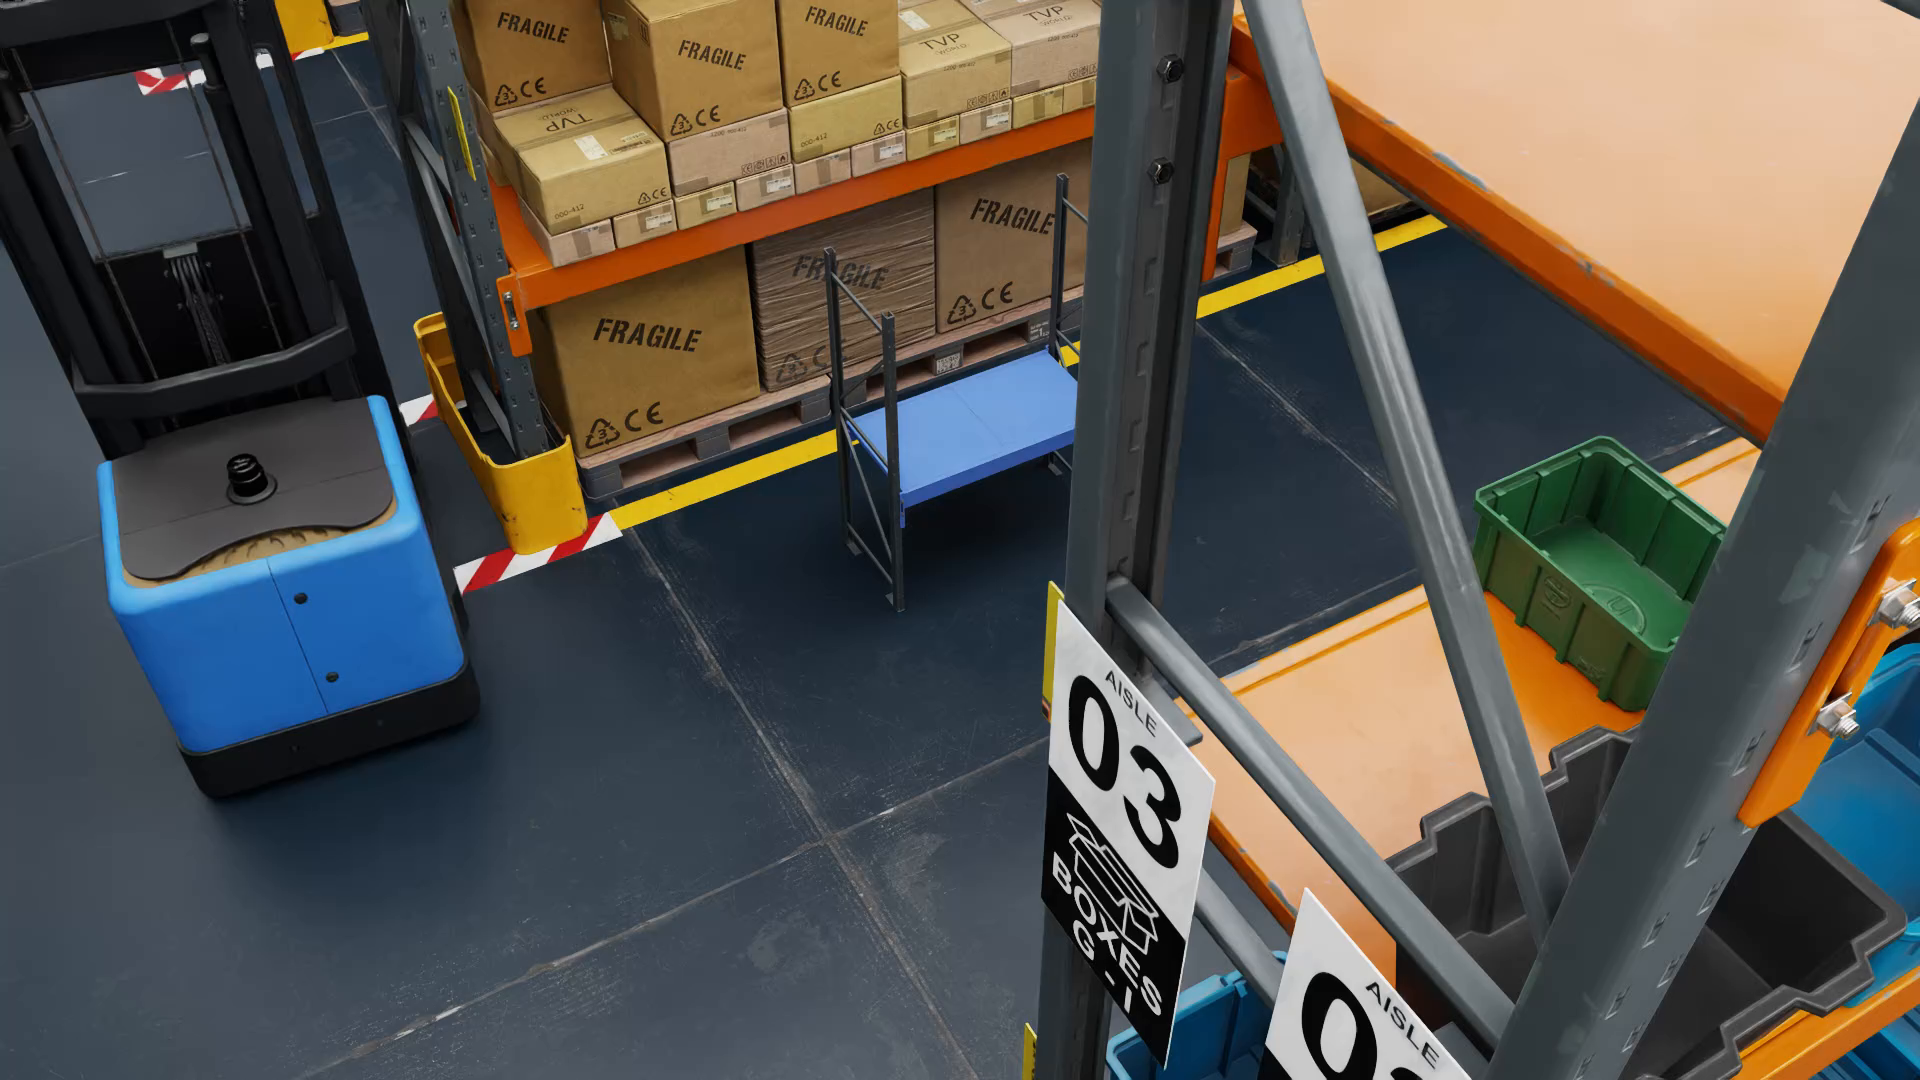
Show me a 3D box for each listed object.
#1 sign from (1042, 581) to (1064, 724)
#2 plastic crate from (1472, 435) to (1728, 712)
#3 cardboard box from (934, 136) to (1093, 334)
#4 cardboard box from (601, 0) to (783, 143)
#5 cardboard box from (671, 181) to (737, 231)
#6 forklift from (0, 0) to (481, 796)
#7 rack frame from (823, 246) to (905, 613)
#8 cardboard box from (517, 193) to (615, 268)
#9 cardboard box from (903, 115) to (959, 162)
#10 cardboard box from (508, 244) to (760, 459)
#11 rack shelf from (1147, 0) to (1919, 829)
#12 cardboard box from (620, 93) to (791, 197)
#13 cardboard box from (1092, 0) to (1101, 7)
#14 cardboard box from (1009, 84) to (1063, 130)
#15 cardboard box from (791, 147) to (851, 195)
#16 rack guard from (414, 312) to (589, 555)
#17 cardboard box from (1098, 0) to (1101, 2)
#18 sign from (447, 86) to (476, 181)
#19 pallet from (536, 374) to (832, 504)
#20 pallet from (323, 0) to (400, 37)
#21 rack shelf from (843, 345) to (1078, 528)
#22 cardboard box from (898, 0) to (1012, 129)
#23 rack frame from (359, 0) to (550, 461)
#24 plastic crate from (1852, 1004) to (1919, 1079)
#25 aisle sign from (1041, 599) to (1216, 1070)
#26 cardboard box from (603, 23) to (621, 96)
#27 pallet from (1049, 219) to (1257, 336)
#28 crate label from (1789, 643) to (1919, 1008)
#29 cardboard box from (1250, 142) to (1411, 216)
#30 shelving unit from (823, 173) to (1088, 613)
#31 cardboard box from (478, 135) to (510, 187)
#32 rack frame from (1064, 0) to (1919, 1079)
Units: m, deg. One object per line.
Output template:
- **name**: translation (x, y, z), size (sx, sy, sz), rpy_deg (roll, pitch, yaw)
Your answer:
- **sign**: translation (0.168, 0.211, 2.730), size (0.005, 0.325, 0.100), rpy_deg (-22, 48, -21)
- **plastic crate**: translation (1.169, 0.061, 2.961), size (0.336, 0.188, 0.450), rpy_deg (-22, 48, -21)
- **cardboard box**: translation (0.064, -1.698, 7.999), size (0.875, 0.875, 0.875), rpy_deg (-22, 48, -21)
- **cardboard box**: translation (-1.027, -1.914, 6.353), size (0.500, 0.500, 0.500), rpy_deg (-23, 49, -22)
- **cardboard box**: translation (-1.096, -1.427, 6.677), size (0.250, 0.149, 0.380), rpy_deg (-23, 49, -22)
- **forklift**: translation (-2.904, -1.148, 6.258), size (1.130, 2.935, 3.031), rpy_deg (-17, 47, -17)
- **rack frame**: translation (-0.367, -0.391, 6.506), size (0.032, 1.500, 0.500), rpy_deg (-22, 48, -21)
- **cardboard box**: translation (-1.539, -1.248, 6.492), size (0.250, 0.149, 0.380), rpy_deg (-21, 48, -21)
- **cardboard box**: translation (-0.206, -1.783, 7.043), size (0.250, 0.149, 0.380), rpy_deg (-23, 49, -22)
- **cardboard box**: translation (-1.496, -1.073, 7.356), size (0.875, 0.875, 0.875), rpy_deg (-22, 48, -21)
- **rack shelf**: translation (2.190, -0.869, 2.417), size (4.000, 0.370, 1.077), rpy_deg (-22, 48, -21)
- **cardboard box**: translation (-1.013, -1.655, 6.625), size (0.500, 0.250, 0.500), rpy_deg (-22, 48, -21)
- **cardboard box**: translation (0.757, -2.363, 7.354), size (0.500, 0.250, 0.500), rpy_deg (-20, 48, -20)
- **cardboard box**: translation (0.242, -1.963, 7.228), size (0.250, 0.149, 0.380), rpy_deg (-23, 48, -22)
- **cardboard box**: translation (-0.649, -1.606, 6.861), size (0.250, 0.149, 0.380), rpy_deg (-23, 49, -22)
- **rack guard**: translation (-2.032, -0.509, 7.345), size (0.348, 0.500, 1.175), rpy_deg (-22, 48, -21)
- **cardboard box**: translation (0.755, -2.632, 7.093), size (0.500, 0.500, 0.500), rpy_deg (-21, 48, -21)
- **sign**: translation (-1.740, -1.417, 5.807), size (0.005, 0.325, 0.100), rpy_deg (-22, 48, -21)
- **pallet**: translation (-1.357, -0.739, 7.789), size (1.213, 0.211, 1.003), rpy_deg (-22, 48, -21)
- **pallet**: translation (-3.607, -3.731, 10.872), size (1.213, 0.211, 1.003), rpy_deg (-22, 48, -21)
- **rack shelf**: translation (0.074, -0.439, 6.813), size (1.000, 0.185, 0.538), rpy_deg (-22, 48, -21)
- **cardboard box**: translation (-0.126, -2.012, 6.993), size (0.500, 0.250, 0.500), rpy_deg (-23, 49, -22)
- **rack frame**: translation (-2.011, -1.415, 6.483), size (0.127, 3.000, 1.000), rpy_deg (-22, 48, -21)
- **plastic crate**: translation (2.236, 1.167, 3.900), size (0.300, 0.233, 0.416), rpy_deg (-22, 48, -21)
- **aisle sign**: translation (0.248, 0.491, 2.653), size (0.004, 0.787, 0.394), rpy_deg (-22, 48, -21)
- **cardboard box**: translation (-1.283, -1.972, 6.951), size (0.500, 0.250, 0.500), rpy_deg (-23, 49, -22)
- **pallet**: translation (0.759, -1.585, 8.661), size (1.213, 0.211, 1.003), rpy_deg (-22, 48, -21)
- **crate label**: translation (1.417, 0.428, 2.537), size (0.502, 0.251, 0.408), rpy_deg (-22, 48, -21)
- **cardboard box**: translation (2.002, -2.425, 8.748), size (0.875, 0.875, 1.225), rpy_deg (-22, 48, -21)
- **shelving unit**: translation (0.074, -0.568, 6.688), size (1.048, 1.500, 0.538), rpy_deg (-22, 48, -21)
- **cardboard box**: translation (-1.867, -1.647, 6.903), size (0.250, 0.149, 0.380), rpy_deg (-21, 48, -20)
- **rack frame**: translation (0.456, -0.577, 1.312), size (0.127, 3.000, 1.000), rpy_deg (-22, 48, -21)
